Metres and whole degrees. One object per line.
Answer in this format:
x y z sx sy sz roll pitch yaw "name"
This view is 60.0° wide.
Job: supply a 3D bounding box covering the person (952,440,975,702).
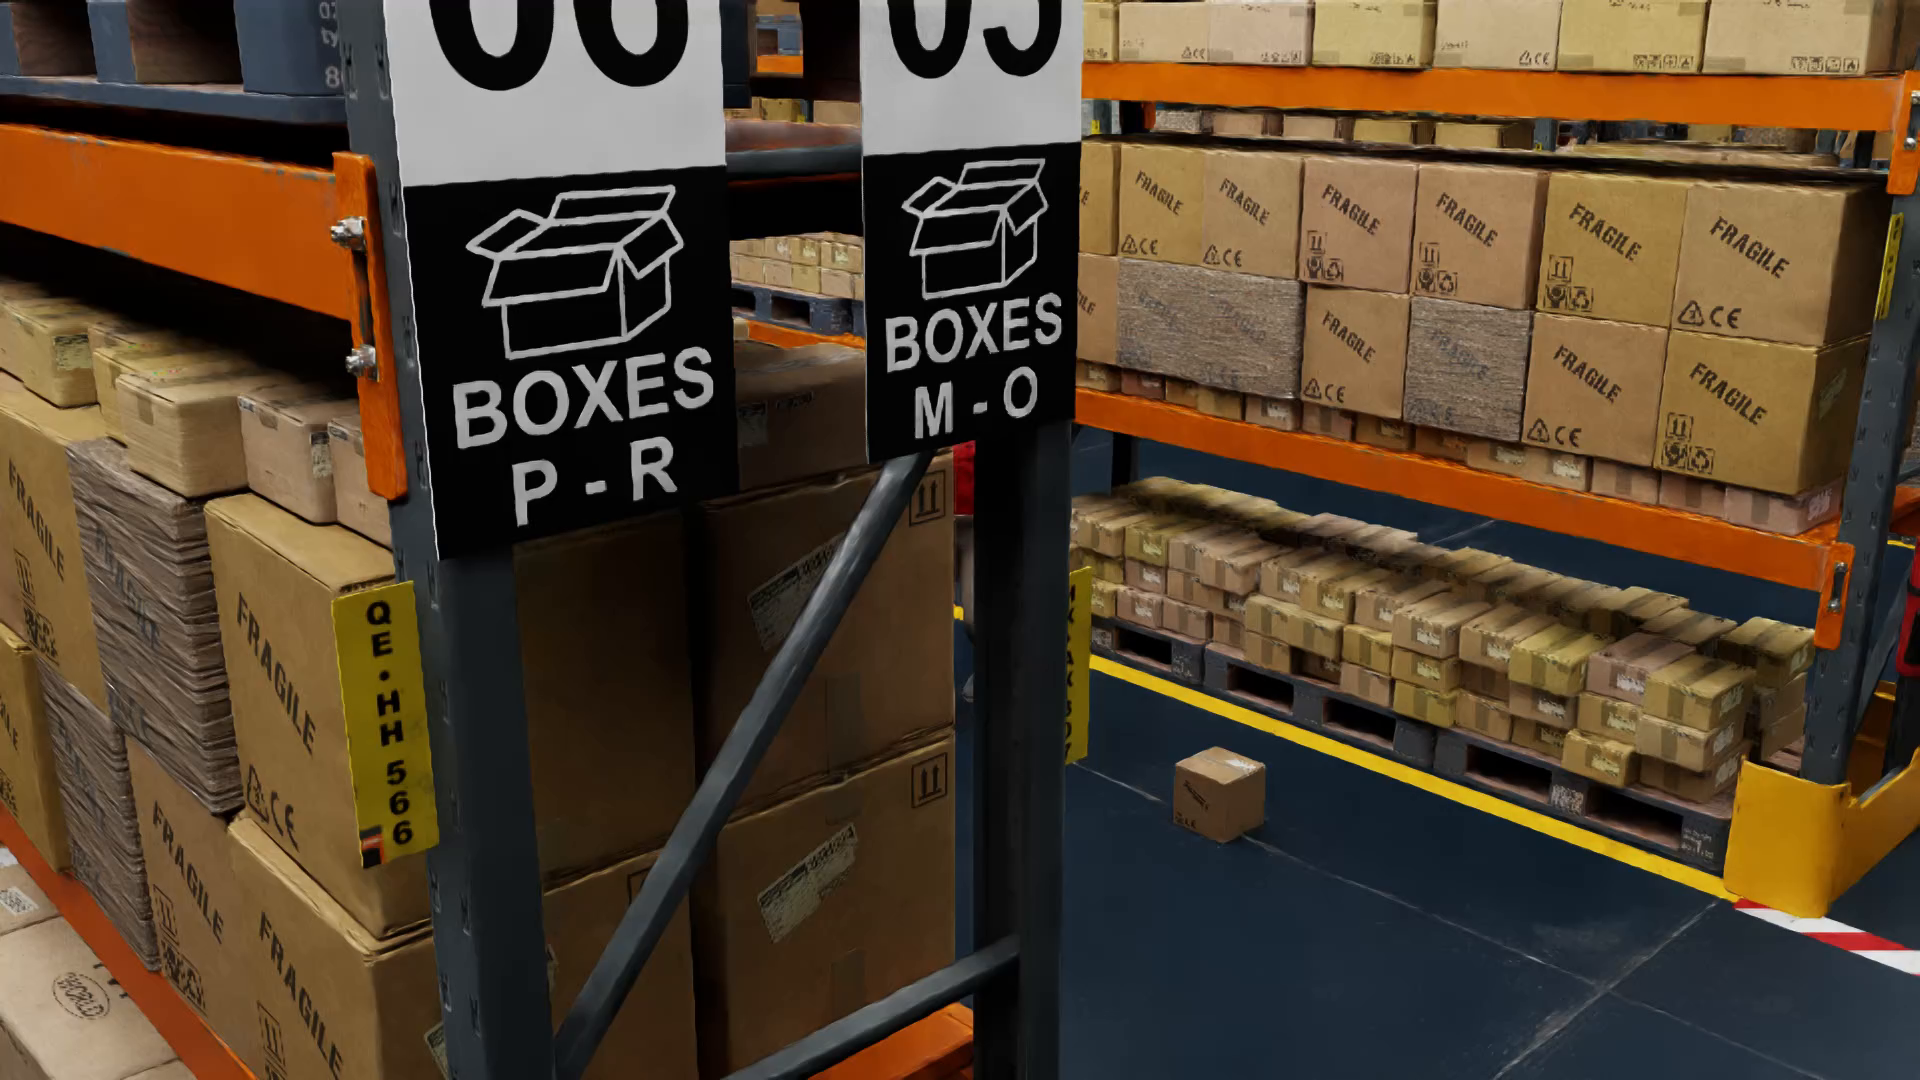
0.024 -0.041 7.184 0.630 1.704 0.486 7 18 21 "person"
